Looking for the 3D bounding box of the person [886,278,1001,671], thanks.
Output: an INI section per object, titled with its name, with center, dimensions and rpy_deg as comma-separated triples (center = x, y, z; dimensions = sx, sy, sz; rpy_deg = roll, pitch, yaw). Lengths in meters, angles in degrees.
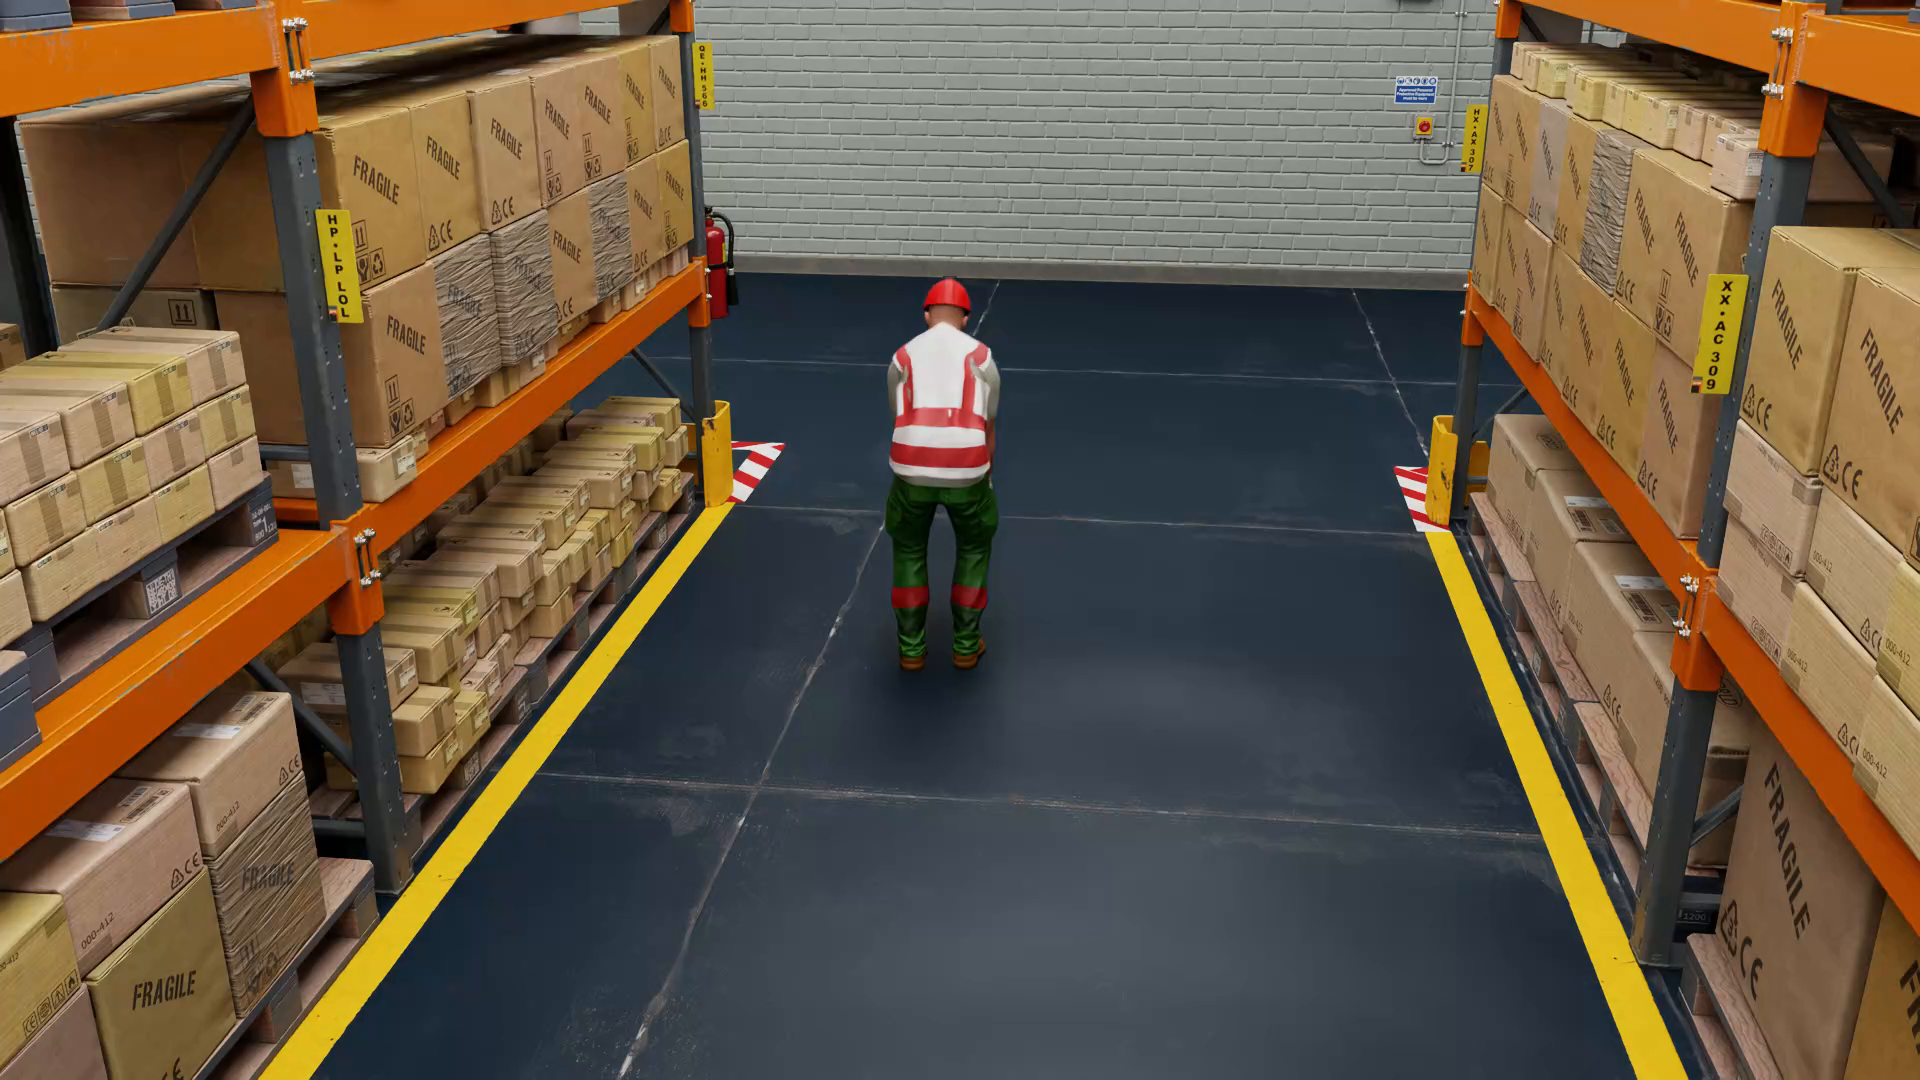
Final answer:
[person]
center = -0.069, -0.277, 7.057
dimensions = 0.484, 1.581, 0.784
rpy_deg = 2, 21, 5
